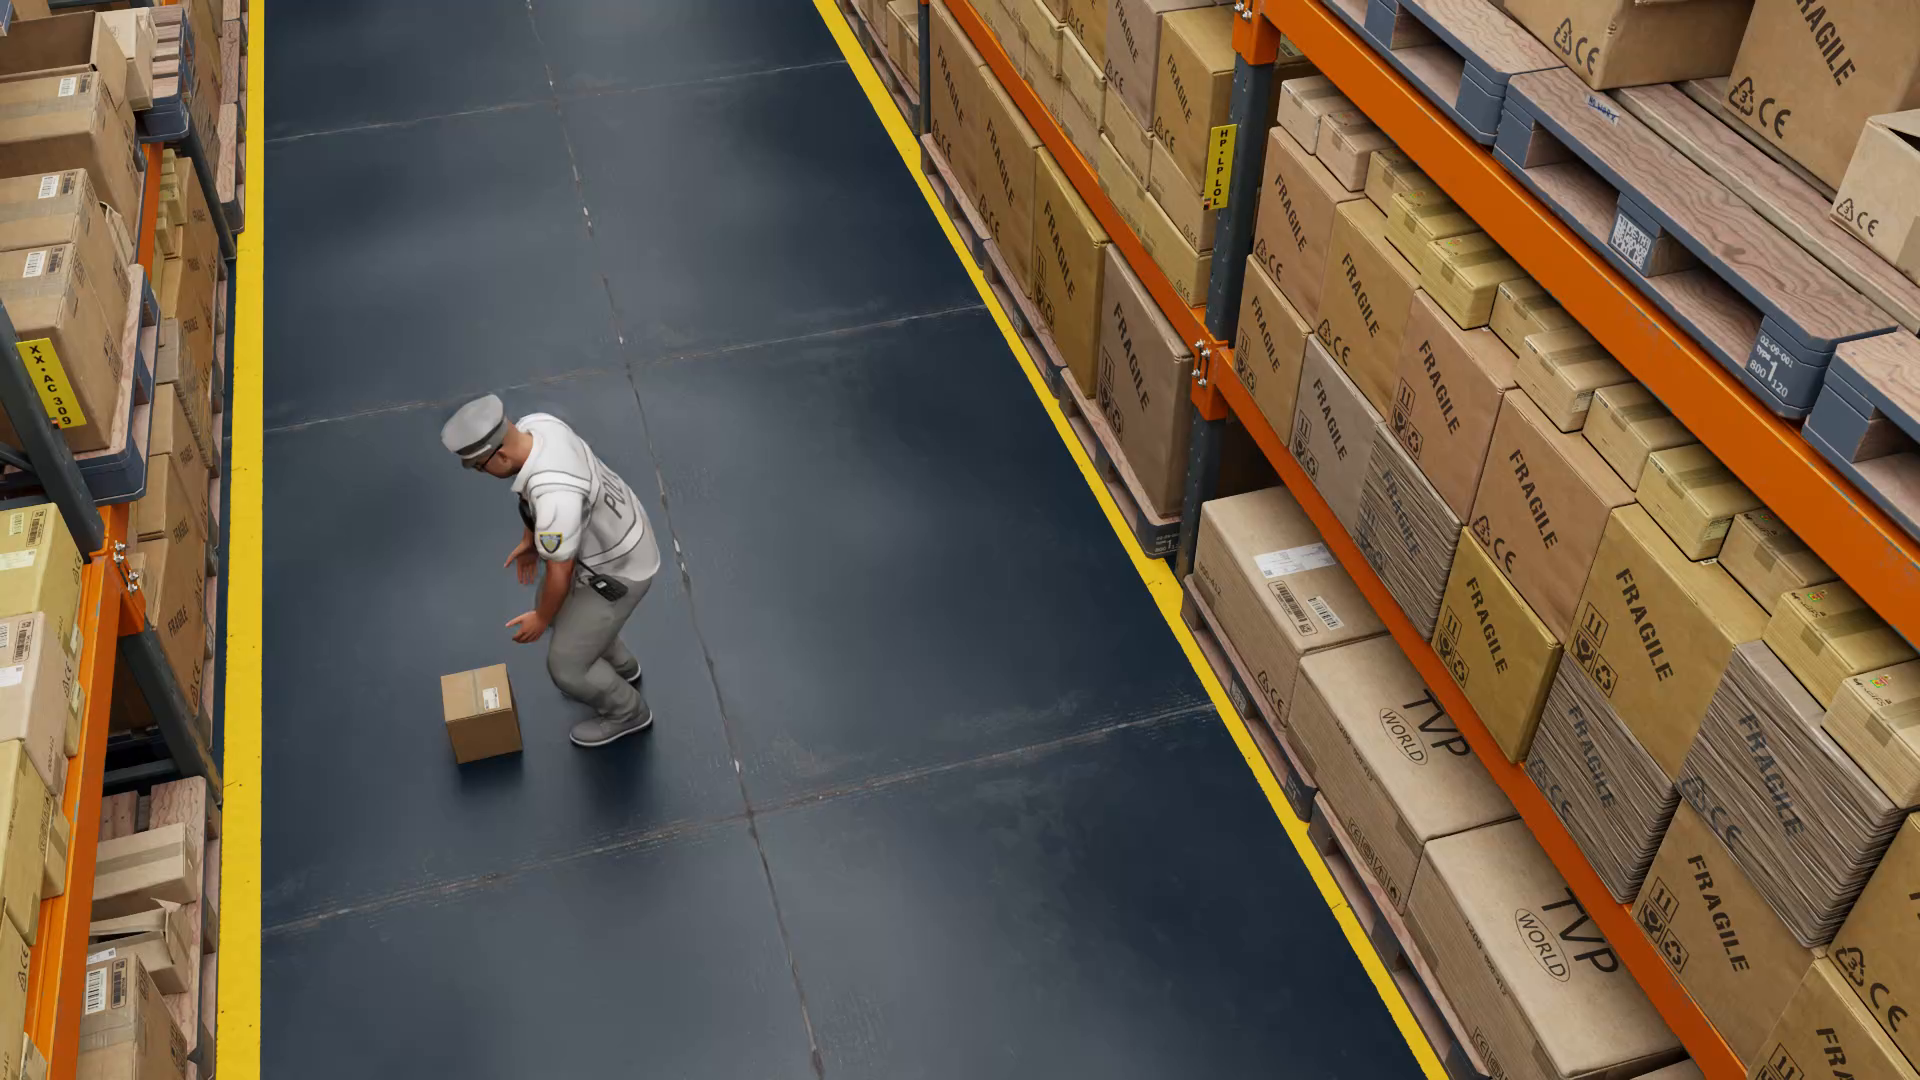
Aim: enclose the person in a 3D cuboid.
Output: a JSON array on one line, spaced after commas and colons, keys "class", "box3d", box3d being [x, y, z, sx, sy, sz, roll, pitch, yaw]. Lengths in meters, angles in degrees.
[{"class": "person", "box3d": [-1.441, 0.115, 6.156, 0.657, 1.594, 0.581, -11, 43, -12]}]
